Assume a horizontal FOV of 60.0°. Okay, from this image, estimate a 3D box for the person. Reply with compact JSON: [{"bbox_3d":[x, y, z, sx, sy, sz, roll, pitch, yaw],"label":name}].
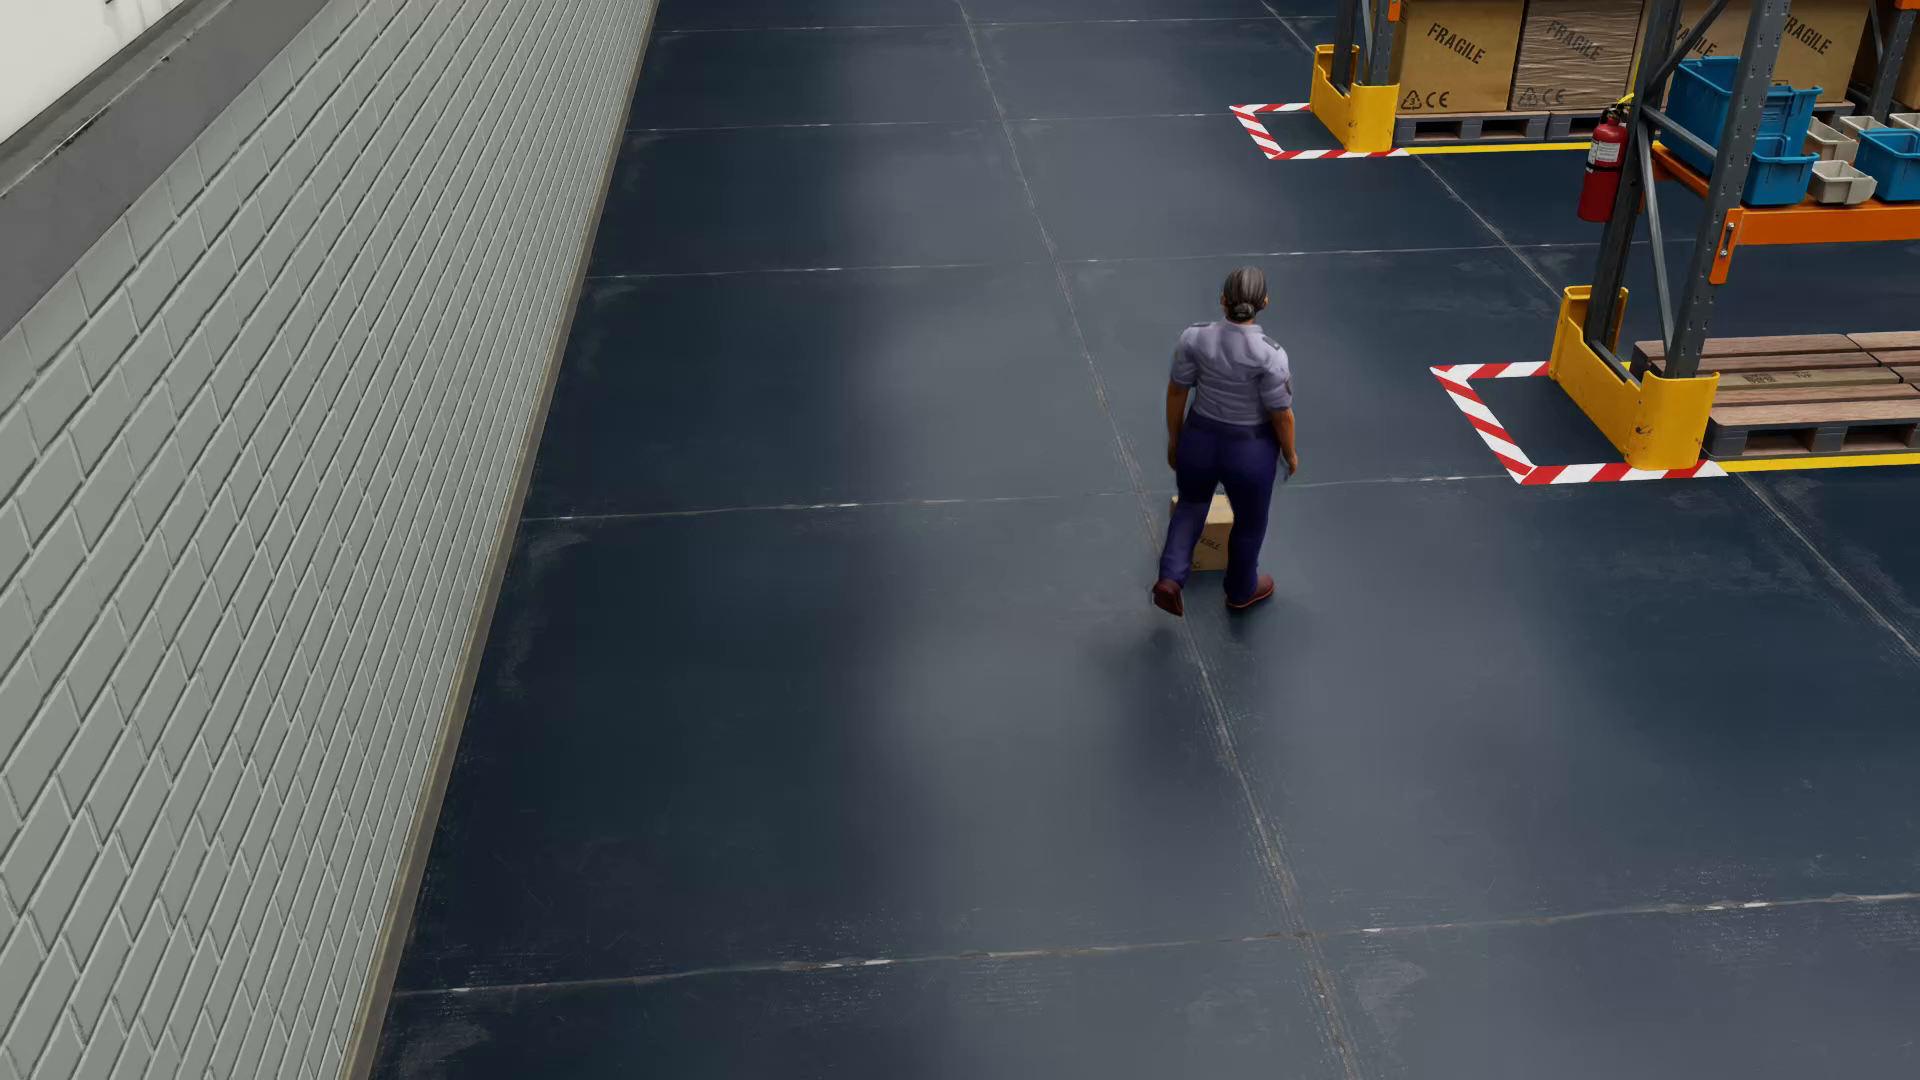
[{"bbox_3d":[1.118,-0.382,6.789,0.521,1.611,0.649,16,35,25],"label":"person"}]
